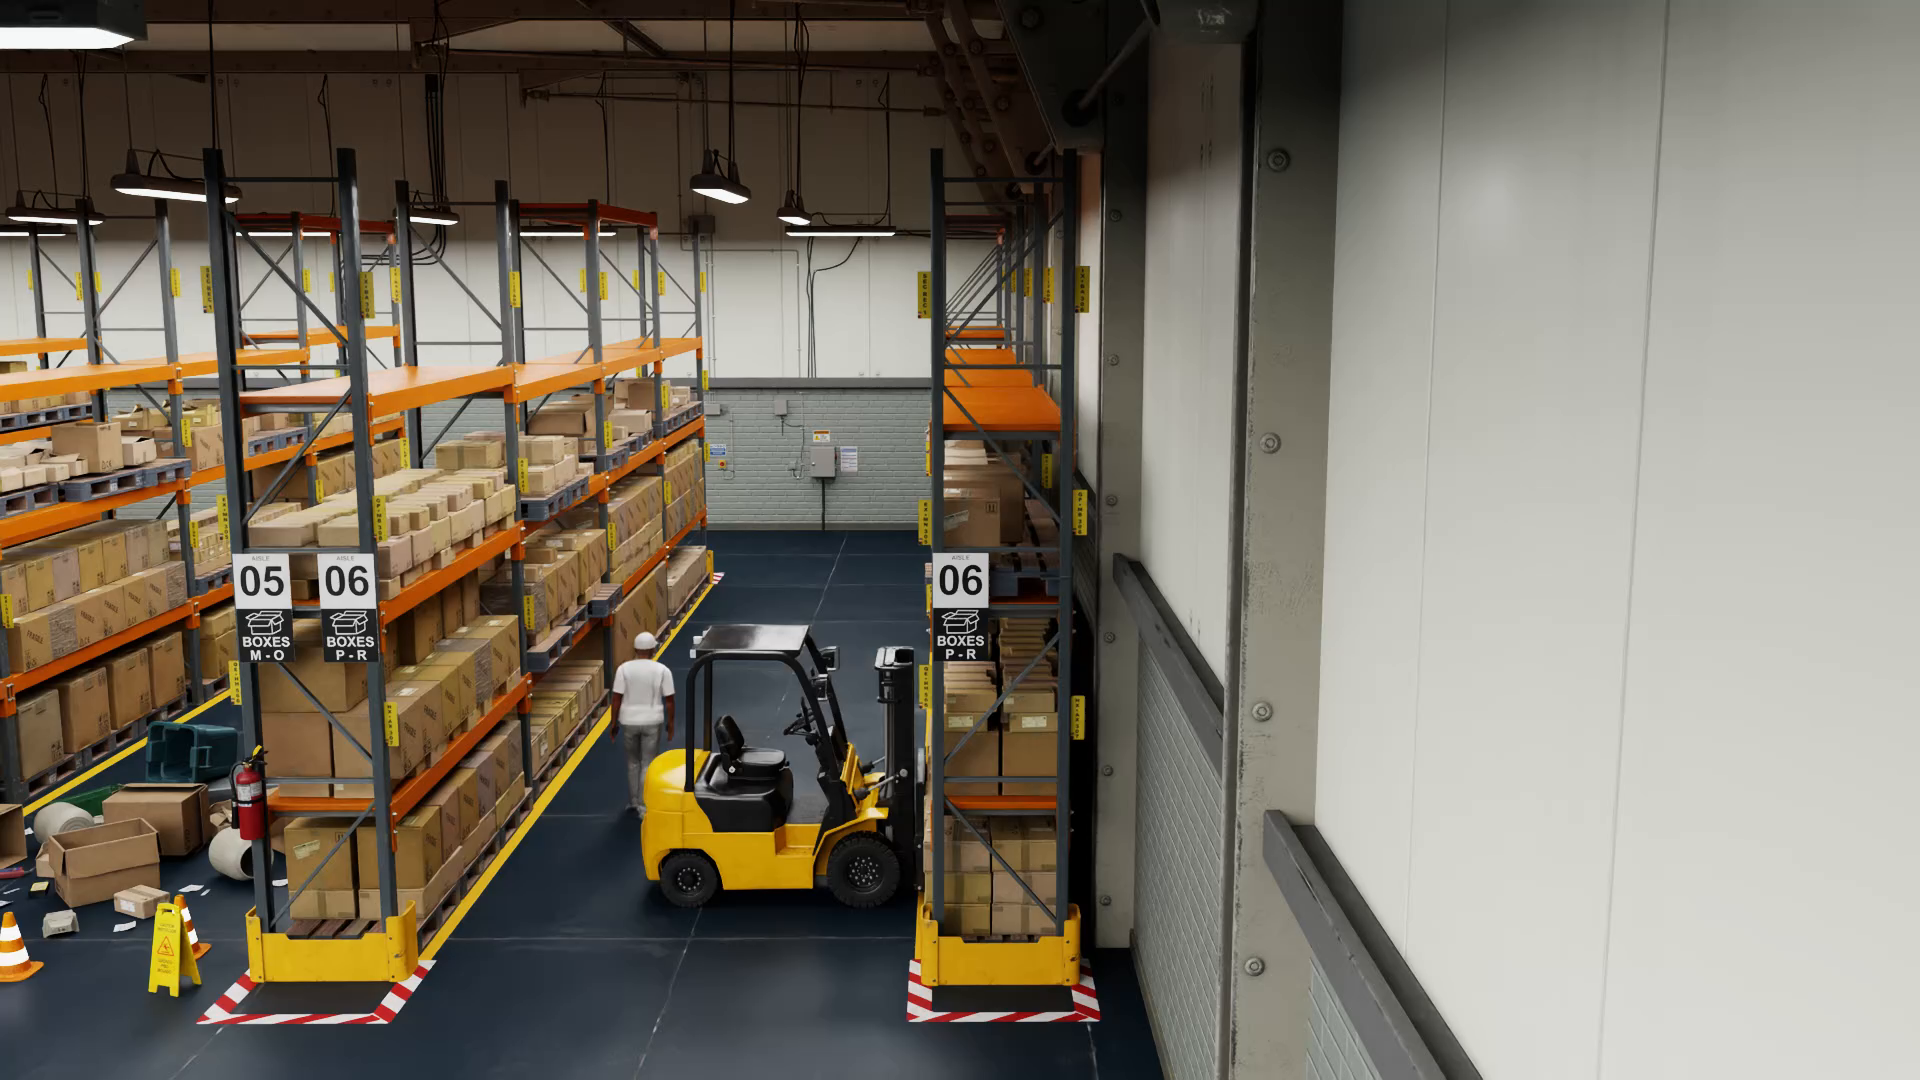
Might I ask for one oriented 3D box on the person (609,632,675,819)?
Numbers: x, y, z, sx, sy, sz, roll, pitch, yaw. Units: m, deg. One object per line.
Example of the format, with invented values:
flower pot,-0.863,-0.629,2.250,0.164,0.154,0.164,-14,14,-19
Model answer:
person,-3.034,1.793,15.921,0.615,1.807,0.602,-1,9,-4
